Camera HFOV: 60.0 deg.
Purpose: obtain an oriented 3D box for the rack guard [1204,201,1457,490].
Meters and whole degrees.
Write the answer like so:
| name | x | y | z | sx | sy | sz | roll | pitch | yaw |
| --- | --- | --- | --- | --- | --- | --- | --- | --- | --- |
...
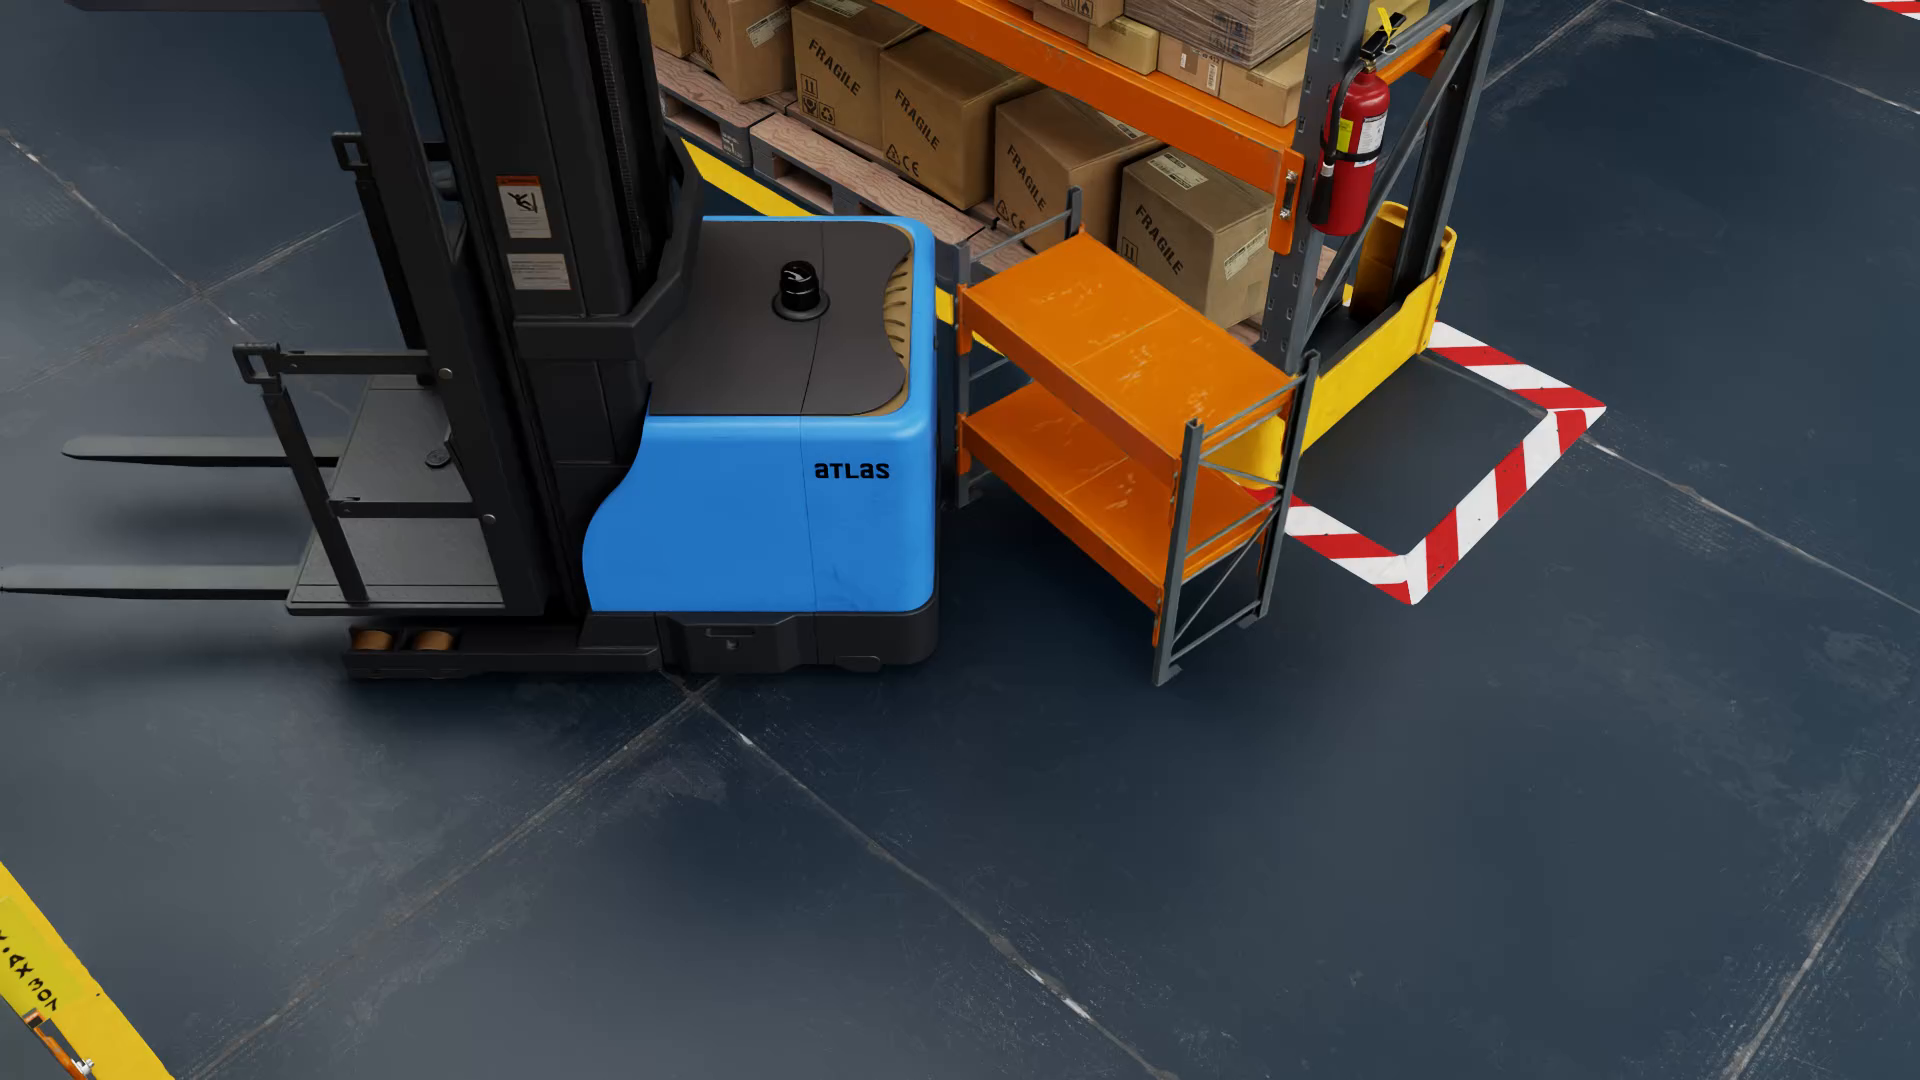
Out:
| name | x | y | z | sx | sy | sz | roll | pitch | yaw |
| --- | --- | --- | --- | --- | --- | --- | --- | --- | --- |
| rack guard | 1.331 | -0.727 | 6.090 | 0.348 | 0.500 | 1.175 | 34 | 55 | 28 |

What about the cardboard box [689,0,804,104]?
| name | x | y | z | sx | sy | sz | roll | pitch | yaw |
| --- | --- | --- | --- | --- | --- | --- | --- | --- | --- |
| cardboard box | -0.859 | -2.313 | 7.290 | 0.500 | 0.500 | 0.500 | -22 | 51 | -19 |

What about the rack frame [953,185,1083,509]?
| name | x | y | z | sx | sy | sz | roll | pitch | yaw |
| --- | --- | --- | --- | --- | --- | --- | --- | --- | --- |
| rack frame | 0.184 | -0.616 | 5.557 | 0.500 | 1.125 | 0.032 | -30 | 54 | -25 |

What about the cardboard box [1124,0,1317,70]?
| name | x | y | z | sx | sy | sz | roll | pitch | yaw |
| --- | --- | --- | --- | --- | --- | --- | --- | --- | --- |
| cardboard box | 1.002 | -1.968 | 5.267 | 0.500 | 0.500 | 0.875 | 34 | 55 | 28 |

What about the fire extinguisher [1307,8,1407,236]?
| name | x | y | z | sx | sy | sz | roll | pitch | yaw |
| --- | --- | --- | --- | --- | --- | --- | --- | --- | --- |
| fire extinguisher | 1.159 | -1.215 | 4.886 | 0.183 | 0.674 | 0.296 | 34 | 55 | 28 |

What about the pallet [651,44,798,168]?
| name | x | y | z | sx | sy | sz | roll | pitch | yaw |
| --- | --- | --- | --- | --- | --- | --- | --- | --- | --- |
| pallet | -1.035 | -2.255 | 7.723 | 1.213 | 0.211 | 1.003 | 34 | 55 | 28 |

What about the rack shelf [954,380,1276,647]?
| name | x | y | z | sx | sy | sz | roll | pitch | yaw |
| --- | --- | --- | --- | --- | --- | --- | --- | --- | --- |
| rack shelf | 0.500 | -0.159 | 5.463 | 0.538 | 0.278 | 1.000 | -30 | 54 | -25 |

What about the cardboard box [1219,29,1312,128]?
| name | x | y | z | sx | sy | sz | roll | pitch | yaw |
| --- | --- | --- | --- | --- | --- | --- | --- | --- | --- |
| cardboard box | 1.038 | -1.489 | 5.263 | 0.250 | 0.149 | 0.380 | 34 | 55 | 28 |

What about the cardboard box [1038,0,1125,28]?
| name | x | y | z | sx | sy | sz | roll | pitch | yaw |
| --- | --- | --- | --- | --- | --- | --- | --- | --- | --- |
| cardboard box | 0.553 | -2.151 | 5.439 | 0.500 | 0.500 | 0.875 | 34 | 55 | 28 |

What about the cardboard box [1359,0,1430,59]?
| name | x | y | z | sx | sy | sz | roll | pitch | yaw |
| --- | --- | --- | --- | --- | --- | --- | --- | --- | --- |
| cardboard box | 1.339 | -1.728 | 5.487 | 0.250 | 0.149 | 0.380 | 34 | 55 | 28 |

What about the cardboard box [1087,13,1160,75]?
| name | x | y | z | sx | sy | sz | roll | pitch | yaw |
| --- | --- | --- | --- | --- | --- | --- | --- | --- | --- |
| cardboard box | 0.636 | -1.709 | 5.470 | 0.250 | 0.149 | 0.380 | 34 | 55 | 28 |

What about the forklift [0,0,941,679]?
| name | x | y | z | sx | sy | sz | roll | pitch | yaw |
| --- | --- | --- | --- | --- | --- | --- | --- | --- | --- |
| forklift | -1.584 | -0.945 | 4.627 | 3.031 | 2.935 | 1.130 | 0 | 47 | 0 |

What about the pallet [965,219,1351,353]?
| name | x | y | z | sx | sy | sz | roll | pitch | yaw |
| --- | --- | --- | --- | --- | --- | --- | --- | --- | --- |
| pallet | 0.758 | -1.049 | 6.590 | 1.213 | 0.211 | 1.003 | 34 | 55 | 28 |

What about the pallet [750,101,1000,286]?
| name | x | y | z | sx | sy | sz | roll | pitch | yaw |
| --- | --- | --- | --- | --- | --- | --- | --- | --- | --- |
| pallet | -0.134 | -1.652 | 7.156 | 1.213 | 0.211 | 1.003 | 34 | 55 | 28 |

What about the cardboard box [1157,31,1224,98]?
| name | x | y | z | sx | sy | sz | roll | pitch | yaw |
| --- | --- | --- | --- | --- | --- | --- | --- | --- | --- |
| cardboard box | 0.854 | -1.613 | 5.380 | 0.250 | 0.149 | 0.380 | 34 | 55 | 28 |

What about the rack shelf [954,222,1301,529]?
| name | x | y | z | sx | sy | sz | roll | pitch | yaw |
| --- | --- | --- | --- | --- | --- | --- | --- | --- | --- |
| rack shelf | 0.500 | -0.527 | 5.071 | 0.538 | 0.278 | 1.000 | -30 | 54 | -25 |

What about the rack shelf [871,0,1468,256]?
| name | x | y | z | sx | sy | sz | roll | pitch | yaw |
| --- | --- | --- | --- | --- | --- | --- | --- | --- | --- |
| rack shelf | -0.083 | -2.288 | 6.334 | 4.000 | 0.370 | 1.077 | 34 | 55 | 28 |

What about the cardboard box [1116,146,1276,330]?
| name | x | y | z | sx | sy | sz | roll | pitch | yaw |
| --- | --- | --- | --- | --- | --- | --- | --- | --- | --- |
| cardboard box | 0.940 | -1.151 | 6.200 | 0.500 | 0.500 | 0.500 | -28 | 53 | -24 |

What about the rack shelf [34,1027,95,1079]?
| name | x | y | z | sx | sy | sz | roll | pitch | yaw |
| --- | --- | --- | --- | --- | --- | --- | --- | --- | --- |
| rack shelf | -3.442 | 0.366 | 3.843 | 4.000 | 0.370 | 1.077 | 34 | 55 | 28 |

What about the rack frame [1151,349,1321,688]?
| name | x | y | z | sx | sy | sz | roll | pitch | yaw |
| --- | --- | --- | --- | --- | --- | --- | --- | --- | --- |
| rack frame | 0.816 | -0.036 | 5.012 | 0.500 | 1.125 | 0.032 | -30 | 54 | -25 |

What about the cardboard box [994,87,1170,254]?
| name | x | y | z | sx | sy | sz | roll | pitch | yaw |
| --- | --- | --- | --- | --- | --- | --- | --- | --- | --- |
| cardboard box | 0.477 | -1.428 | 6.460 | 0.500 | 0.500 | 0.500 | -25 | 52 | -21 |

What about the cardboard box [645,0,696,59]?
| name | x | y | z | sx | sy | sz | roll | pitch | yaw |
| --- | --- | --- | --- | --- | --- | --- | --- | --- | --- |
| cardboard box | -1.285 | -2.592 | 7.552 | 0.500 | 0.500 | 0.500 | 32 | 55 | 27 |

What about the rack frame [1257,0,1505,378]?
| name | x | y | z | sx | sy | sz | roll | pitch | yaw |
| --- | --- | --- | --- | --- | --- | --- | --- | --- | --- |
| rack frame | 1.387 | -1.545 | 5.143 | 0.127 | 3.000 | 1.000 | 34 | 55 | 28 |

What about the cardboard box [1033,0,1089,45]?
| name | x | y | z | sx | sy | sz | roll | pitch | yaw |
| --- | --- | --- | --- | --- | --- | --- | --- | --- | --- |
| cardboard box | 0.463 | -1.841 | 5.594 | 0.250 | 0.149 | 0.380 | 34 | 55 | 28 |

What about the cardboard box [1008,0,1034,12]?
| name | x | y | z | sx | sy | sz | roll | pitch | yaw |
| --- | --- | --- | --- | --- | --- | --- | --- | --- | --- |
| cardboard box | 0.307 | -1.987 | 5.730 | 0.250 | 0.149 | 0.380 | 34 | 55 | 28 |

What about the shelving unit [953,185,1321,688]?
| name | x | y | z | sx | sy | sz | roll | pitch | yaw |
| --- | --- | --- | --- | --- | --- | --- | --- | --- | --- |
| shelving unit | 0.500 | -0.326 | 5.285 | 0.538 | 1.125 | 1.048 | -30 | 54 | -25 |

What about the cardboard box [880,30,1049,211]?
| name | x | y | z | sx | sy | sz | roll | pitch | yaw |
| --- | --- | --- | --- | --- | --- | --- | --- | --- | --- |
| cardboard box | 0.030 | -1.748 | 6.760 | 0.500 | 0.500 | 0.500 | -33 | 55 | -27 |

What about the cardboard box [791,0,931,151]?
| name | x | y | z | sx | sy | sz | roll | pitch | yaw |
| --- | --- | --- | --- | --- | --- | --- | --- | --- | --- |
| cardboard box | -0.350 | -2.048 | 7.042 | 0.500 | 0.500 | 0.500 | 29 | 53 | 25 |

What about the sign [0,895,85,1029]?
| name | x | y | z | sx | sy | sz | roll | pitch | yaw |
| --- | --- | --- | --- | --- | --- | --- | --- | --- | --- |
| sign | -1.596 | 0.721 | 2.826 | 0.005 | 0.325 | 0.100 | 34 | 55 | 28 |
